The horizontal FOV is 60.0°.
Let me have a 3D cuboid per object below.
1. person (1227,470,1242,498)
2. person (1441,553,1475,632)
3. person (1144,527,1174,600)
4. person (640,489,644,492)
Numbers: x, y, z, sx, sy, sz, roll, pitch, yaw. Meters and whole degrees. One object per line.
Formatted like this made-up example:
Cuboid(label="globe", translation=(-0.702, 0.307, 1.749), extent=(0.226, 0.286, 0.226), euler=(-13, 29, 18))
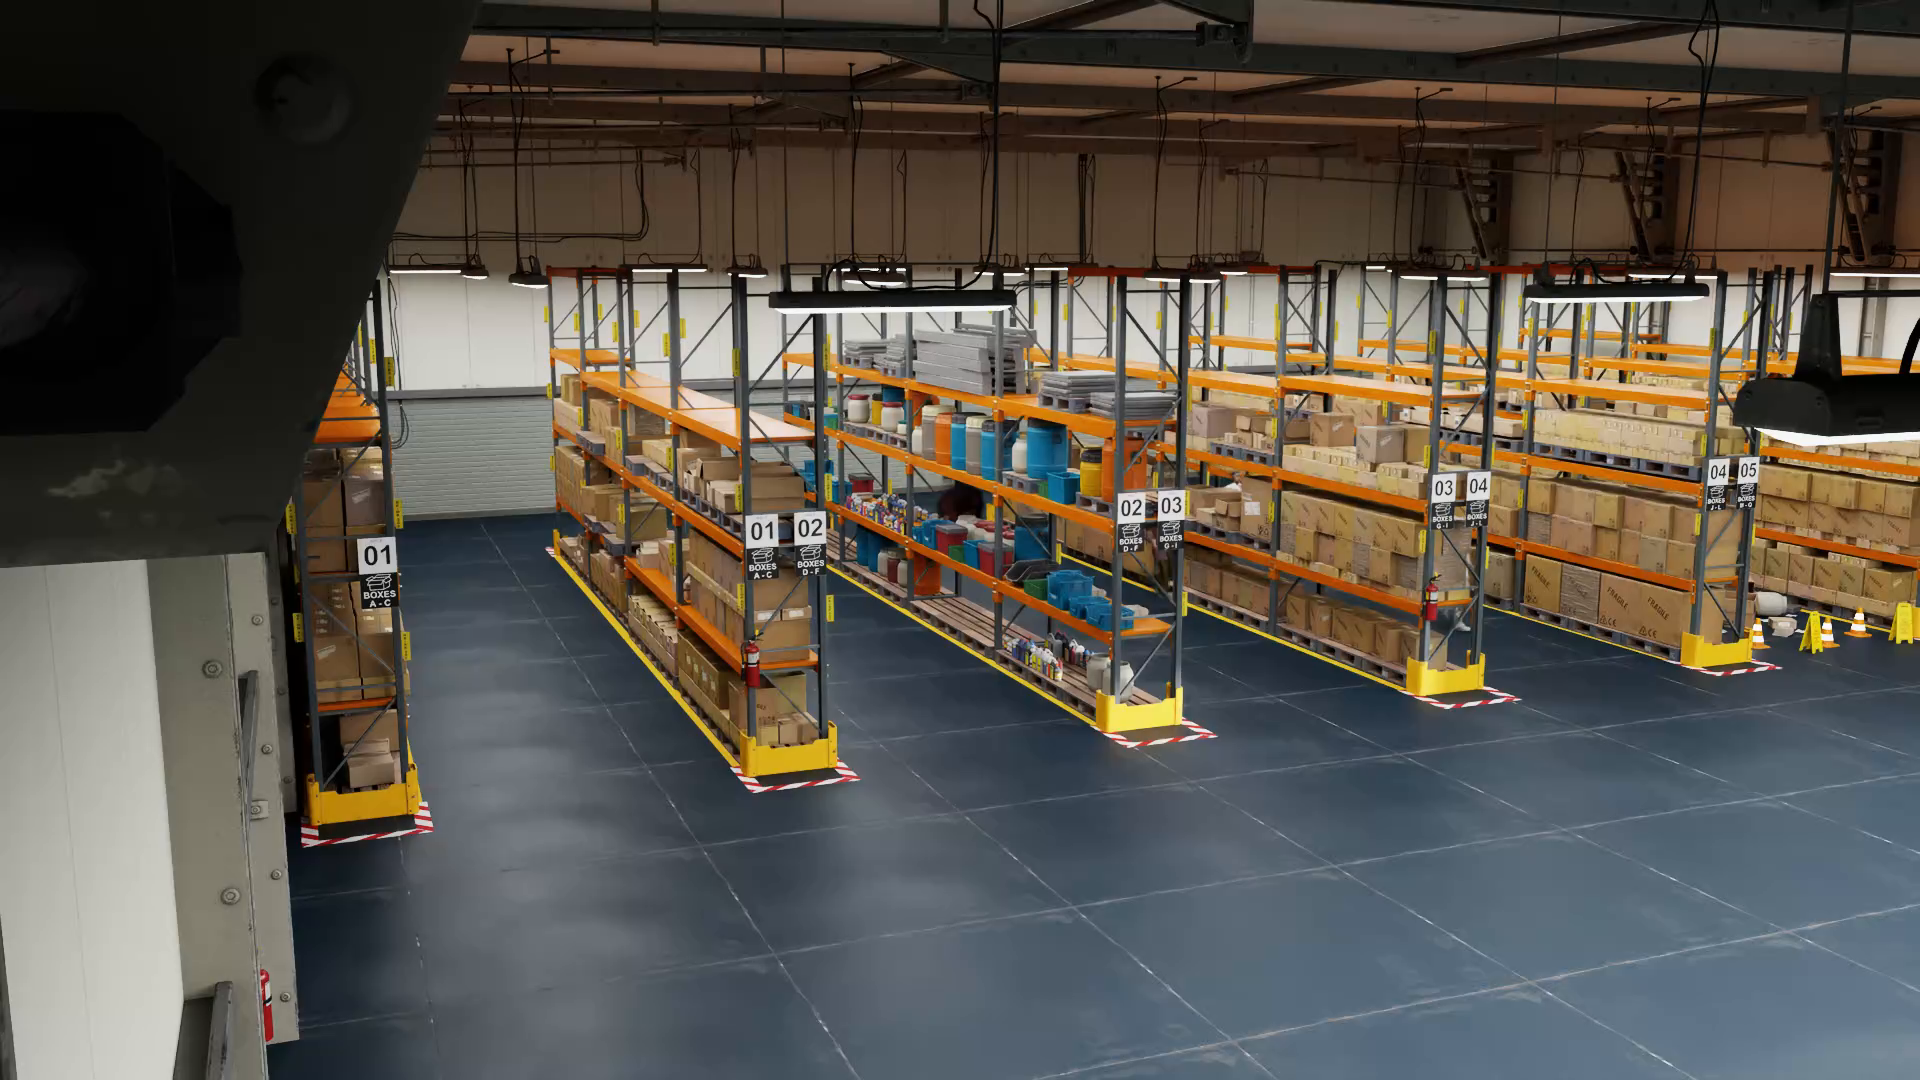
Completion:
Cuboid(label="person", translation=(5.951, -0.650, 35.530), extent=(0.595, 1.695, 0.619), euler=(-4, 11, -21))
Cuboid(label="person", translation=(8.335, 0.631, 27.996), extent=(0.695, 1.750, 0.818), euler=(-6, 12, -31))
Cuboid(label="person", translation=(3.532, 0.149, 29.089), extent=(0.715, 1.755, 0.741), euler=(-5, 11, -28))
Cuboid(label="person", translation=(-6.903, -0.641, 35.801), extent=(0.576, 1.609, 0.568), euler=(7, 12, 35))
